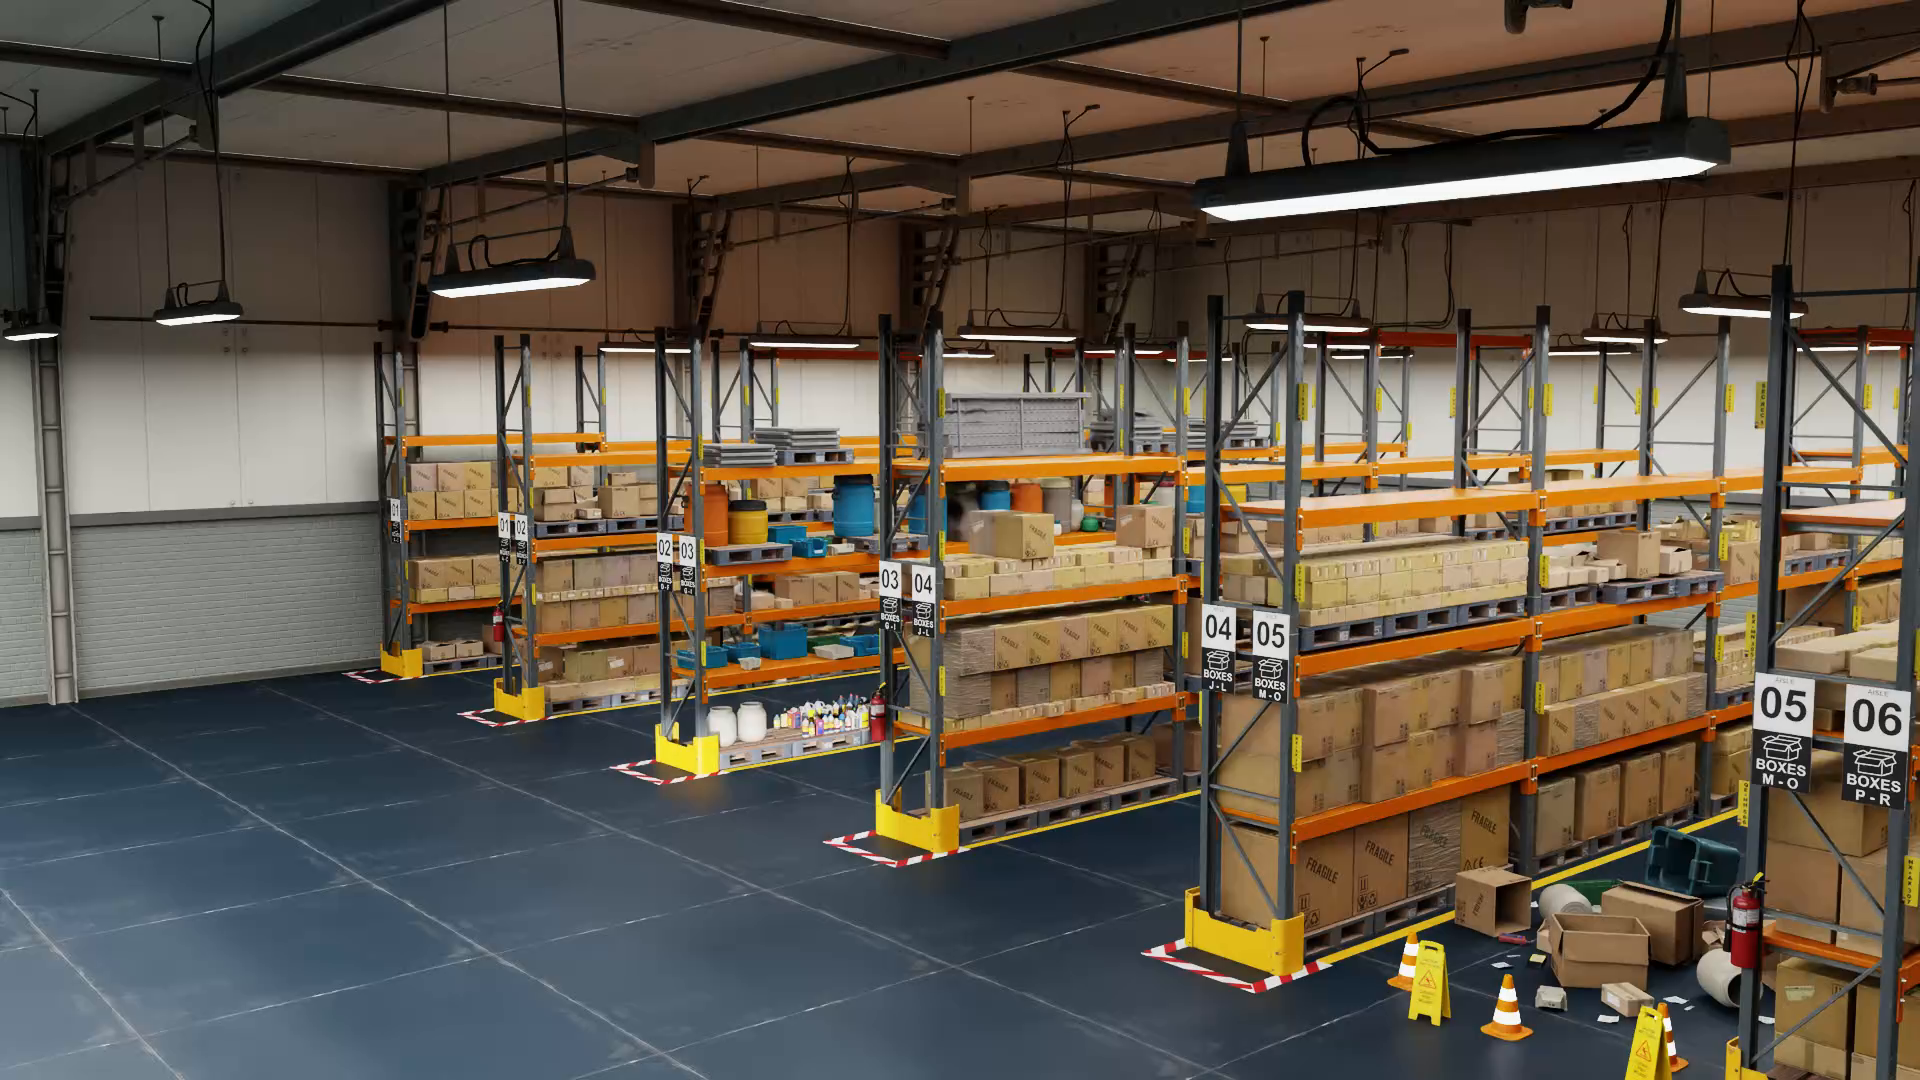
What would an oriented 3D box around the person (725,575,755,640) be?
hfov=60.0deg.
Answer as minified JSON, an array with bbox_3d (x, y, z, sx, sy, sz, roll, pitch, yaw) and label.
[{"bbox_3d":[-4.196,1.432,31.059,0.969,1.823,0.702,-4,7,-40],"label":"person"}]
